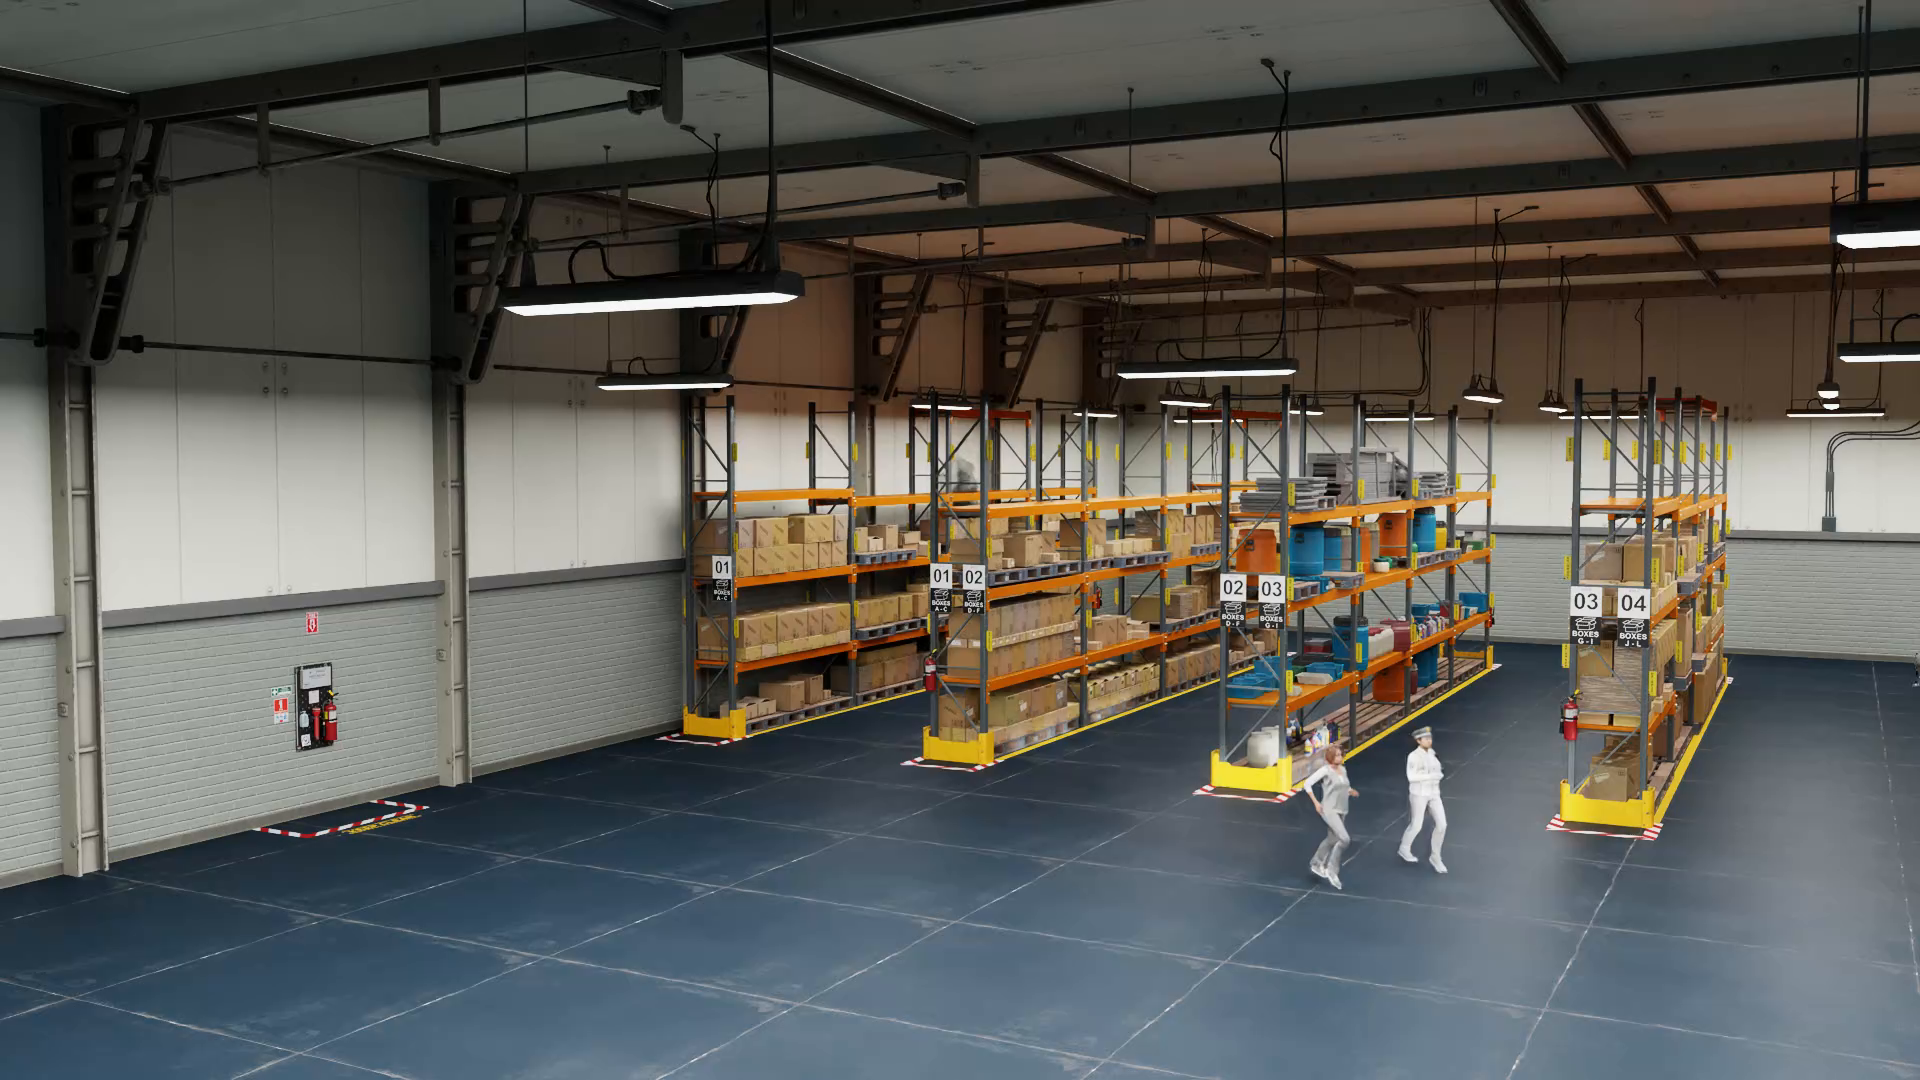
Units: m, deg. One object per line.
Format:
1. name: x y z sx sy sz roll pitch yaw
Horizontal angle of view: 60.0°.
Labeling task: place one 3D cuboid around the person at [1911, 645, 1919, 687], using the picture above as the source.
1. person: 20.642 2.300 35.255 0.732 1.750 0.730 1 3 19

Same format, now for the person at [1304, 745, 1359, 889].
1. person: 4.319 3.190 19.233 0.503 1.624 0.691 -3 4 -42

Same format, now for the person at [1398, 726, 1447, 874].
1. person: 5.576 3.102 19.971 0.595 1.751 0.710 -2 3 -28
